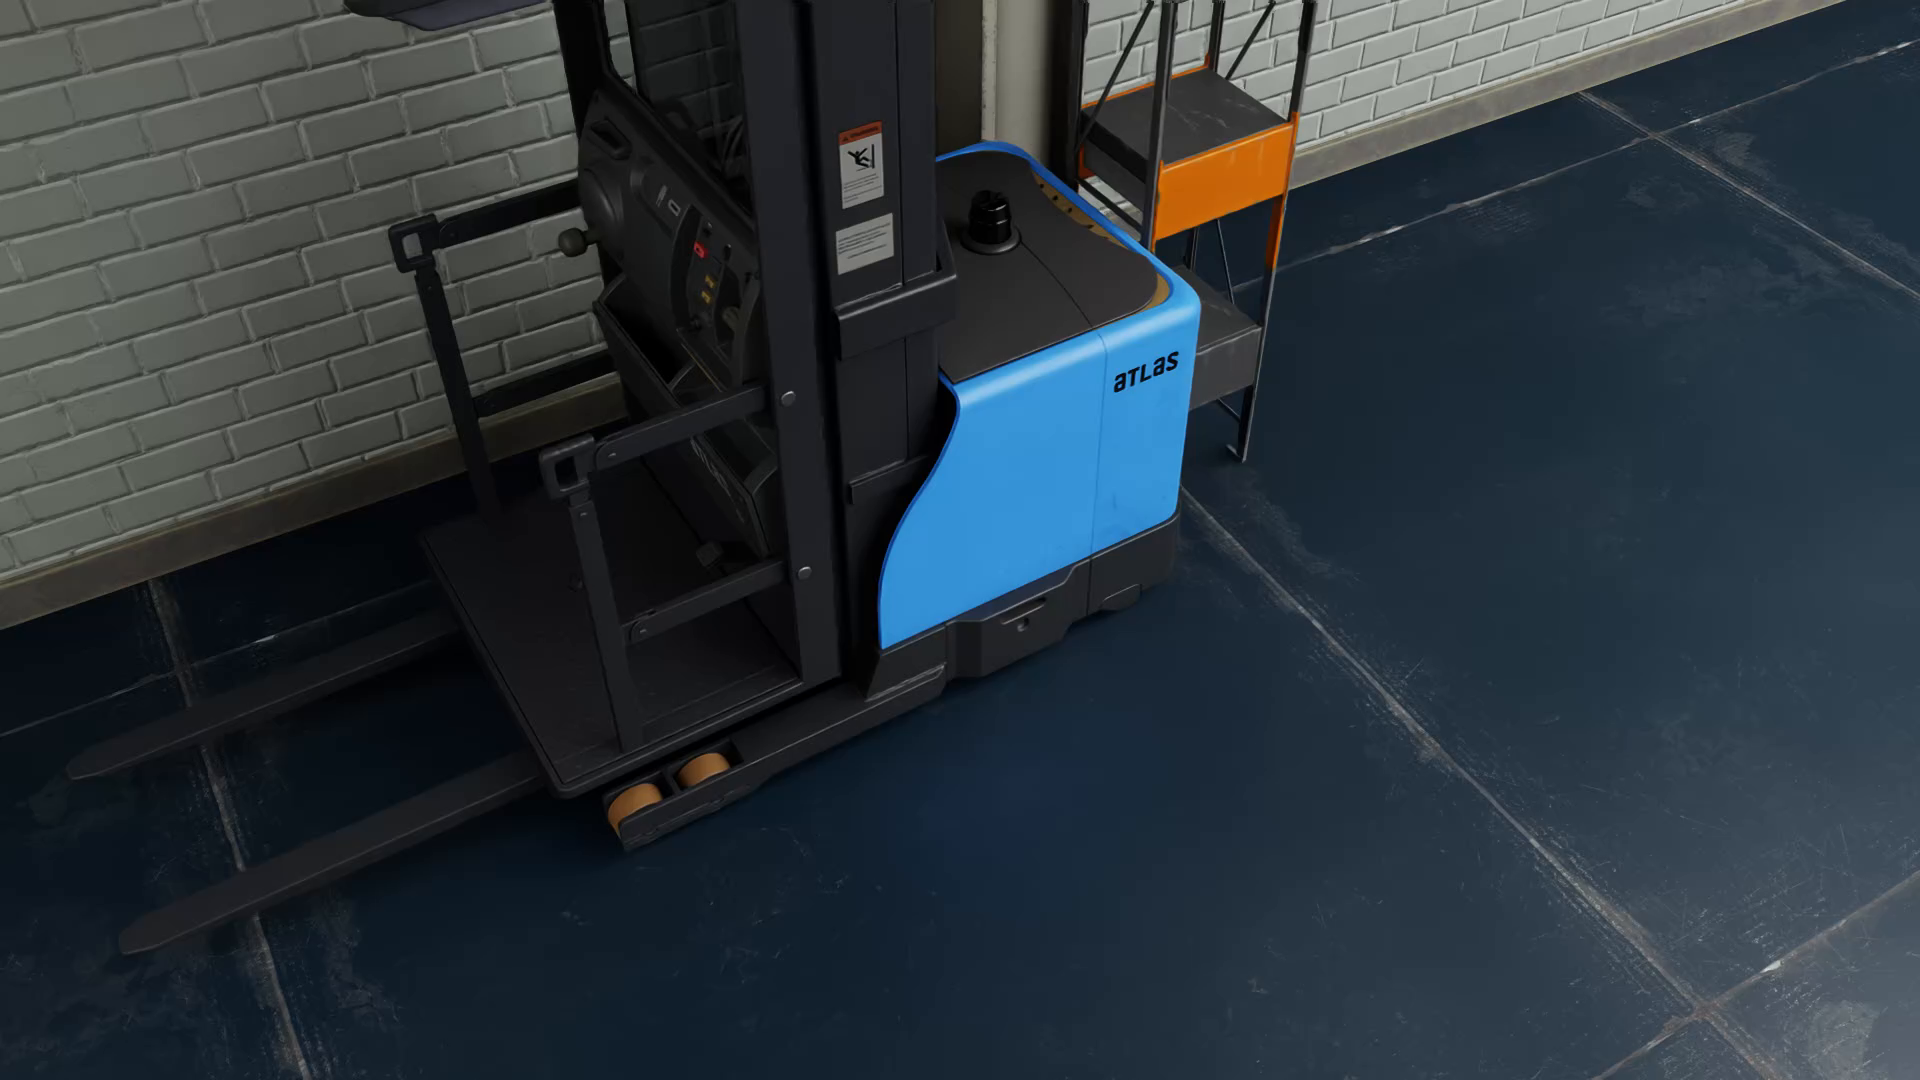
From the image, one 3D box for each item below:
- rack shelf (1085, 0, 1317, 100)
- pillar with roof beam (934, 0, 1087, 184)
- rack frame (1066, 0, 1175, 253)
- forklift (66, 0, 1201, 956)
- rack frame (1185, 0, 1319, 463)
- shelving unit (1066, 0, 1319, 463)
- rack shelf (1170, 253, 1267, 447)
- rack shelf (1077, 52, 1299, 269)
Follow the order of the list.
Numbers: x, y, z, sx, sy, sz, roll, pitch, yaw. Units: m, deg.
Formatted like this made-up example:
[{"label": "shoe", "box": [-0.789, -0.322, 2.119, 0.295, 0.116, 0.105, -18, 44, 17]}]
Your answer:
[{"label": "rack shelf", "box": [0.629, -1.533, 4.336, 0.480, 0.518, 0.431, -23, 49, -22]}, {"label": "pillar with roof beam", "box": [2.306, -1.479, 0.312, 0.400, 9.000, 9.100, -22, 48, -21]}, {"label": "rack frame", "box": [0.422, -0.950, 4.721, 0.015, 2.100, 0.400, -23, 49, -22]}, {"label": "forklift", "box": [-0.867, -0.667, 3.832, 3.031, 2.935, 1.130, -23, 49, -22]}, {"label": "rack frame", "box": [0.836, -1.130, 4.907, 0.015, 2.100, 0.400, -23, 49, -22]}, {"label": "shelving unit", "box": [0.629, -1.040, 4.814, 0.503, 2.100, 0.431, -23, 49, -22]}, {"label": "rack shelf", "box": [0.629, -0.528, 5.311, 0.480, 0.518, 0.431, -23, 49, -22]}, {"label": "rack shelf", "box": [0.629, -1.030, 4.824, 0.480, 0.518, 0.431, -23, 49, -22]}]
